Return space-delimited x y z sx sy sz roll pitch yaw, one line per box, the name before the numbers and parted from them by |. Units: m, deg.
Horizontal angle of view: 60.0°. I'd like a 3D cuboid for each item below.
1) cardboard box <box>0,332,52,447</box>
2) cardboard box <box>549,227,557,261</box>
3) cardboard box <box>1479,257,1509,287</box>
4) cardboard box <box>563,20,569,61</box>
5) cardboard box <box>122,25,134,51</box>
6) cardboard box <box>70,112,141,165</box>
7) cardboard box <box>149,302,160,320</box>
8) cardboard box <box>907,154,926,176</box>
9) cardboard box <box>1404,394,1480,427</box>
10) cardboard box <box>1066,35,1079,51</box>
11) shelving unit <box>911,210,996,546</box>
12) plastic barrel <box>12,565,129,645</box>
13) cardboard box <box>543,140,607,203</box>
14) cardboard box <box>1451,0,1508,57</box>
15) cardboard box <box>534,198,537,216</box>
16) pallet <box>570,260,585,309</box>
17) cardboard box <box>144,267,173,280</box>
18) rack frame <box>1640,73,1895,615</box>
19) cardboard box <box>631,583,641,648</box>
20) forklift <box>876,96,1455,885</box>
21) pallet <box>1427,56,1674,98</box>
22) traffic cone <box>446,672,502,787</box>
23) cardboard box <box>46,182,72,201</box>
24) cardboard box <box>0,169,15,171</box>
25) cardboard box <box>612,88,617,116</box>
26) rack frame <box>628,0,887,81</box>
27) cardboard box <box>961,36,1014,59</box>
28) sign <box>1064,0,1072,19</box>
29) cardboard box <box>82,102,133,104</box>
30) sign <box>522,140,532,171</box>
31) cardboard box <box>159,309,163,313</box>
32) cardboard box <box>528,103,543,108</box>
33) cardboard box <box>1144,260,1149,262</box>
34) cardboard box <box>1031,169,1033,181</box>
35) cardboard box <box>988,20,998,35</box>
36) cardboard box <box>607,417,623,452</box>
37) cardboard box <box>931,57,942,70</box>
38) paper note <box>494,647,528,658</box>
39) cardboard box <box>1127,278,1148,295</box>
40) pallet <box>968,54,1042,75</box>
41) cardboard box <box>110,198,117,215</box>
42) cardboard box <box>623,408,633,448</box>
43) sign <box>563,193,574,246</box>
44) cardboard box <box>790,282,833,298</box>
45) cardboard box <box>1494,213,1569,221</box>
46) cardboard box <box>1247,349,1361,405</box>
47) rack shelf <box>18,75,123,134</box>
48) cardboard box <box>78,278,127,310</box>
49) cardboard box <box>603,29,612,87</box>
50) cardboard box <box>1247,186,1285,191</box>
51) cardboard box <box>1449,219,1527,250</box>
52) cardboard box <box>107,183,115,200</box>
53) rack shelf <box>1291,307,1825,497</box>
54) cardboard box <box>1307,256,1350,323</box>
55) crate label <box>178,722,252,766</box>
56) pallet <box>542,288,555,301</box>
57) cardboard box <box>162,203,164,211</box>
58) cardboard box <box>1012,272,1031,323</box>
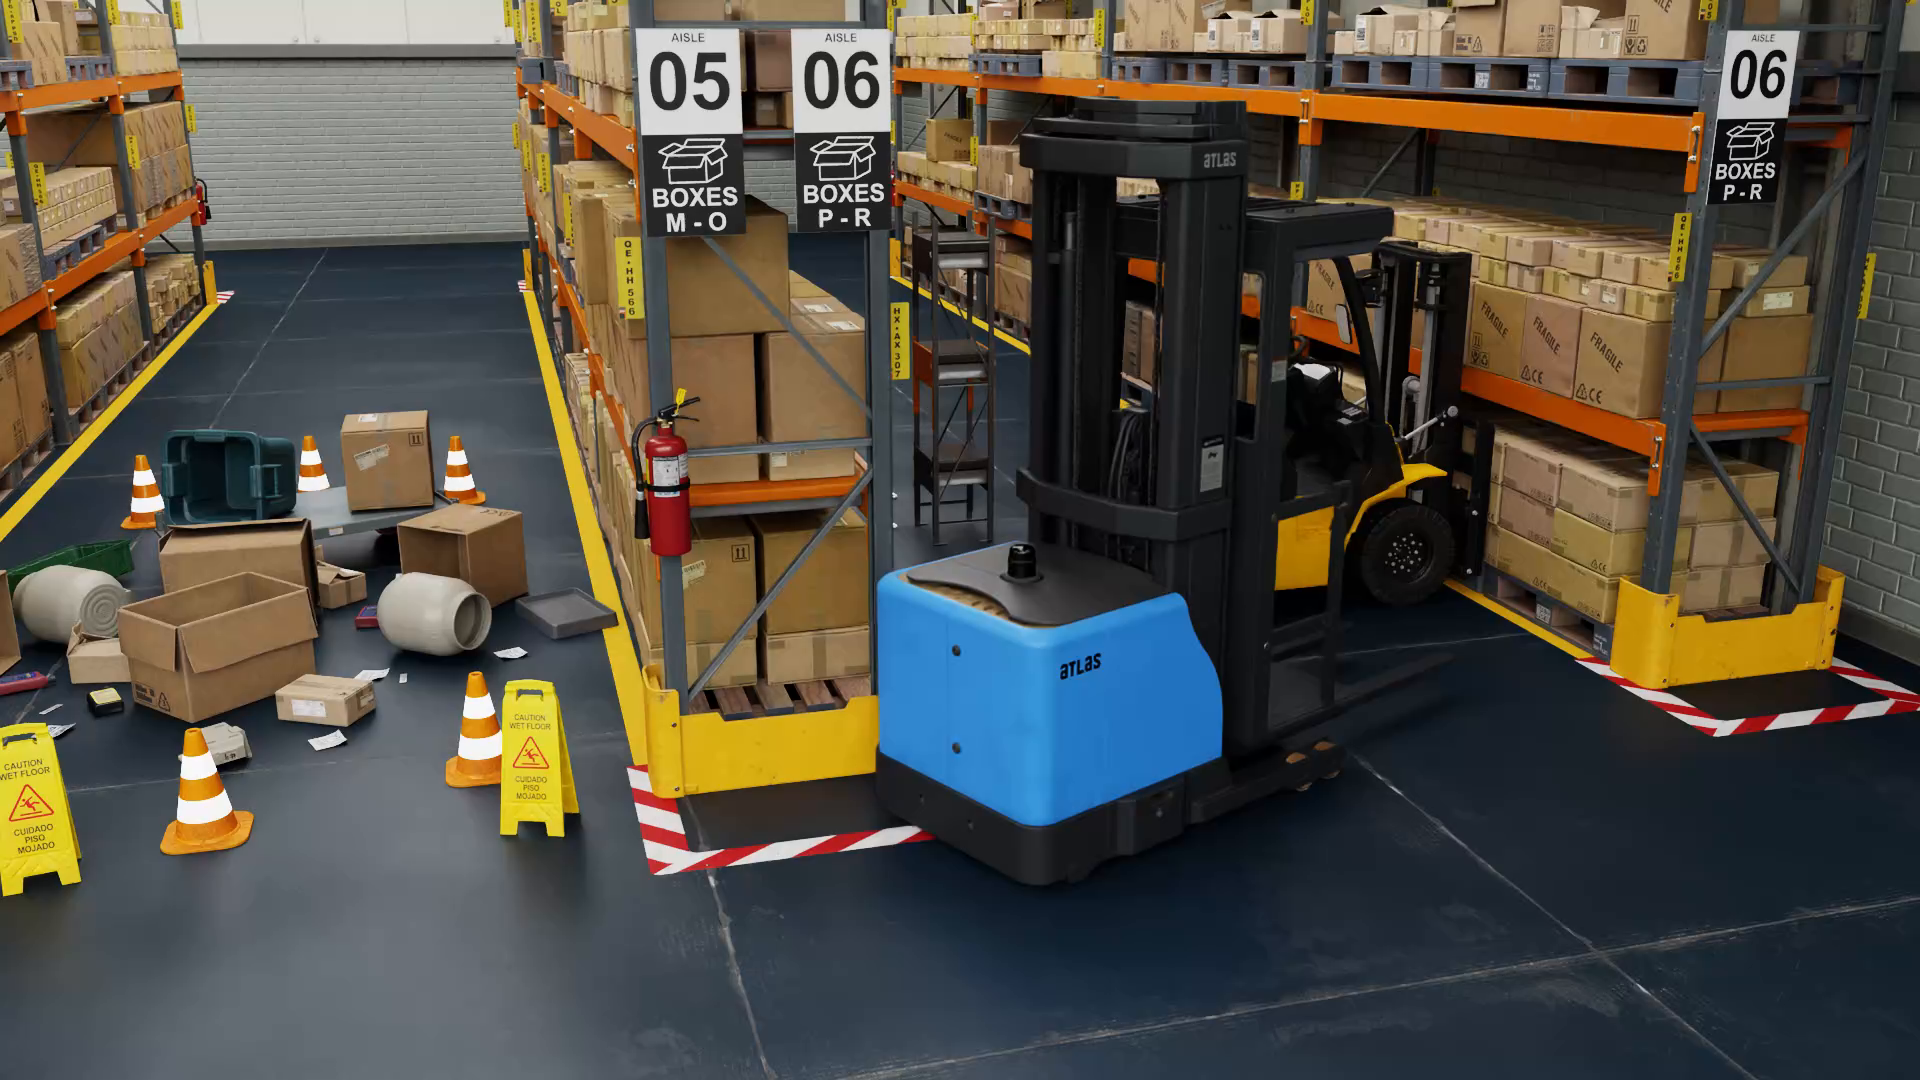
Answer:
cardboard box | -7.635 -1.125 12.663 1.050 0.750 0.750 -5 17 -16
cardboard box | -3.372 -2.643 14.799 0.500 0.250 0.500 -5 18 -17
cardboard box | 3.246 -1.562 9.635 0.380 0.149 0.250 -5 17 -15
cardboard box | -2.733 -3.817 13.058 0.700 0.500 0.500 -5 17 -15
cardboard box | -8.849 -5.177 17.152 0.500 0.250 0.500 -5 17 -15
cardboard box | -8.704 -4.096 16.946 0.500 0.500 0.500 -4 17 -14
cardboard box | -8.607 -2.387 17.392 0.380 0.149 0.250 -4 17 -13
cardboard box | -0.406 -4.987 22.082 0.500 0.250 0.500 -5 17 -15
cardboard box | 2.997 -0.808 10.741 0.500 0.250 0.500 -4 17 -13
cardboard box | 1.249 -4.837 16.195 0.380 0.149 0.250 -5 17 -15
shelving unit | -0.045 -1.051 10.802 0.431 2.100 0.503 -5 17 -15
plastic barrel | -4.829 0.356 9.030 0.512 0.421 0.421 7 18 23
cardboard box | -3.377 -3.245 14.629 0.500 0.500 0.500 -5 17 -17
cardboard box | 3.321 -3.071 9.663 0.797 0.503 0.637 -4 17 -13
cardboard box | -4.456 -3.858 18.409 0.500 0.500 0.500 -5 17 -15
pallet | -2.400 -1.960 12.595 1.003 0.211 1.213 -5 17 -15
cardboard box | -9.214 -3.020 18.983 0.380 0.149 0.250 -5 18 -17
rack frame | 3.986 -0.776 8.323 1.000 3.000 0.127 -5 17 -15
cardboard box | -1.401 0.387 8.501 0.500 0.250 0.500 -5 17 -15
forklift | 1.095 -0.405 7.206 3.031 2.935 1.130 -14 22 -38
pallet | 3.478 -2.706 9.687 1.003 0.211 1.213 -5 17 -15
traffic cone | -2.144 0.815 7.434 0.336 0.463 0.334 -5 17 -15
cardboard box | -8.019 -3.049 14.560 0.380 0.149 0.250 -4 17 -14
cardboard box | -9.149 -3.503 16.074 0.380 0.149 0.250 -4 17 -12
cardboard box | -1.477 -2.132 8.059 0.380 0.149 0.250 -5 17 -17
rack frame | -0.785 -3.256 6.150 1.000 3.000 0.127 -5 17 -15
cardboard box | 0.315 -5.717 19.299 0.500 0.250 0.500 -5 17 -15
sign | 1.221 -6.013 18.960 0.100 0.325 0.005 -5 17 -15
cardboard box | -10.046 -4.913 19.666 0.500 0.500 0.500 -5 17 -16
sign | -4.616 -4.110 17.780 0.100 0.325 0.005 -5 17 -15
cardboard box | -8.797 -2.383 17.897 0.380 0.149 0.250 -5 17 -16
cardboard box | -4.846 -5.025 19.428 0.380 0.149 0.250 -5 17 -15
cardboard box | 1.808 -2.636 14.774 0.500 0.250 0.500 -5 17 -16
cardboard box | 1.161 -3.677 17.069 0.797 0.503 0.637 -5 17 -17
cardboard box | 0.520 -5.544 17.998 0.380 0.149 0.250 -5 17 -16
cardboard box | -1.785 -0.603 9.365 0.380 0.149 0.250 -4 17 -12
cardboard box | -0.146 -5.912 20.641 0.380 0.149 0.250 -4 17 -14
paper note | -2.401 0.600 8.901 0.142 0.019 0.148 -12 20 -34
cardboard box | 1.897 -2.548 16.709 0.380 0.149 0.250 -4 17 -14
pallet | 0.800 -5.256 18.349 1.213 0.211 1.003 -5 17 -15
cardboard box | -8.515 -3.270 16.329 0.380 0.149 0.250 -5 17 -17
cardboard box | -1.420 -0.552 8.012 0.380 0.149 0.250 -4 17 -14
sign | -2.417 -1.999 10.380 0.100 0.325 0.005 -5 17 -15
cardboard box | -0.935 -1.010 8.410 0.500 0.500 0.500 -5 17 -16
cardboard box | 3.586 -1.963 10.453 0.380 0.149 0.250 -5 17 -16
cardboard box | 2.733 -1.090 12.765 0.875 0.625 0.625 -4 17 -13
rack shelf | -8.265 -3.822 14.497 1.077 0.370 4.000 -5 17 -15
cardboard box | -8.238 -2.317 15.762 0.500 0.250 0.500 -4 17 -13
cardboard box | -1.309 -2.151 7.428 0.500 0.250 0.500 -5 17 -16
cardboard box | 2.544 -2.931 14.193 0.380 0.149 0.250 -5 17 -16
cardboard box | 3.205 -1.855 10.094 0.380 0.149 0.250 -5 17 -15
cardboard box | -8.515 -3.412 16.286 0.380 0.149 0.250 -4 17 -14
rack shelf | 3.437 -0.985 10.268 1.077 0.370 4.000 -5 17 -15
cardboard box | 2.758 -1.787 11.514 0.500 0.500 0.500 -5 17 -17
crate label | -3.393 0.940 7.584 0.298 0.136 0.250 16 23 42
pallet | -4.556 -2.921 20.311 1.003 0.211 1.213 -5 17 -15
cardboard box | -9.195 -3.766 18.712 0.380 0.149 0.250 -4 17 -14
cardboard box | 0.894 -2.663 18.219 0.500 0.500 0.500 -5 17 -17
